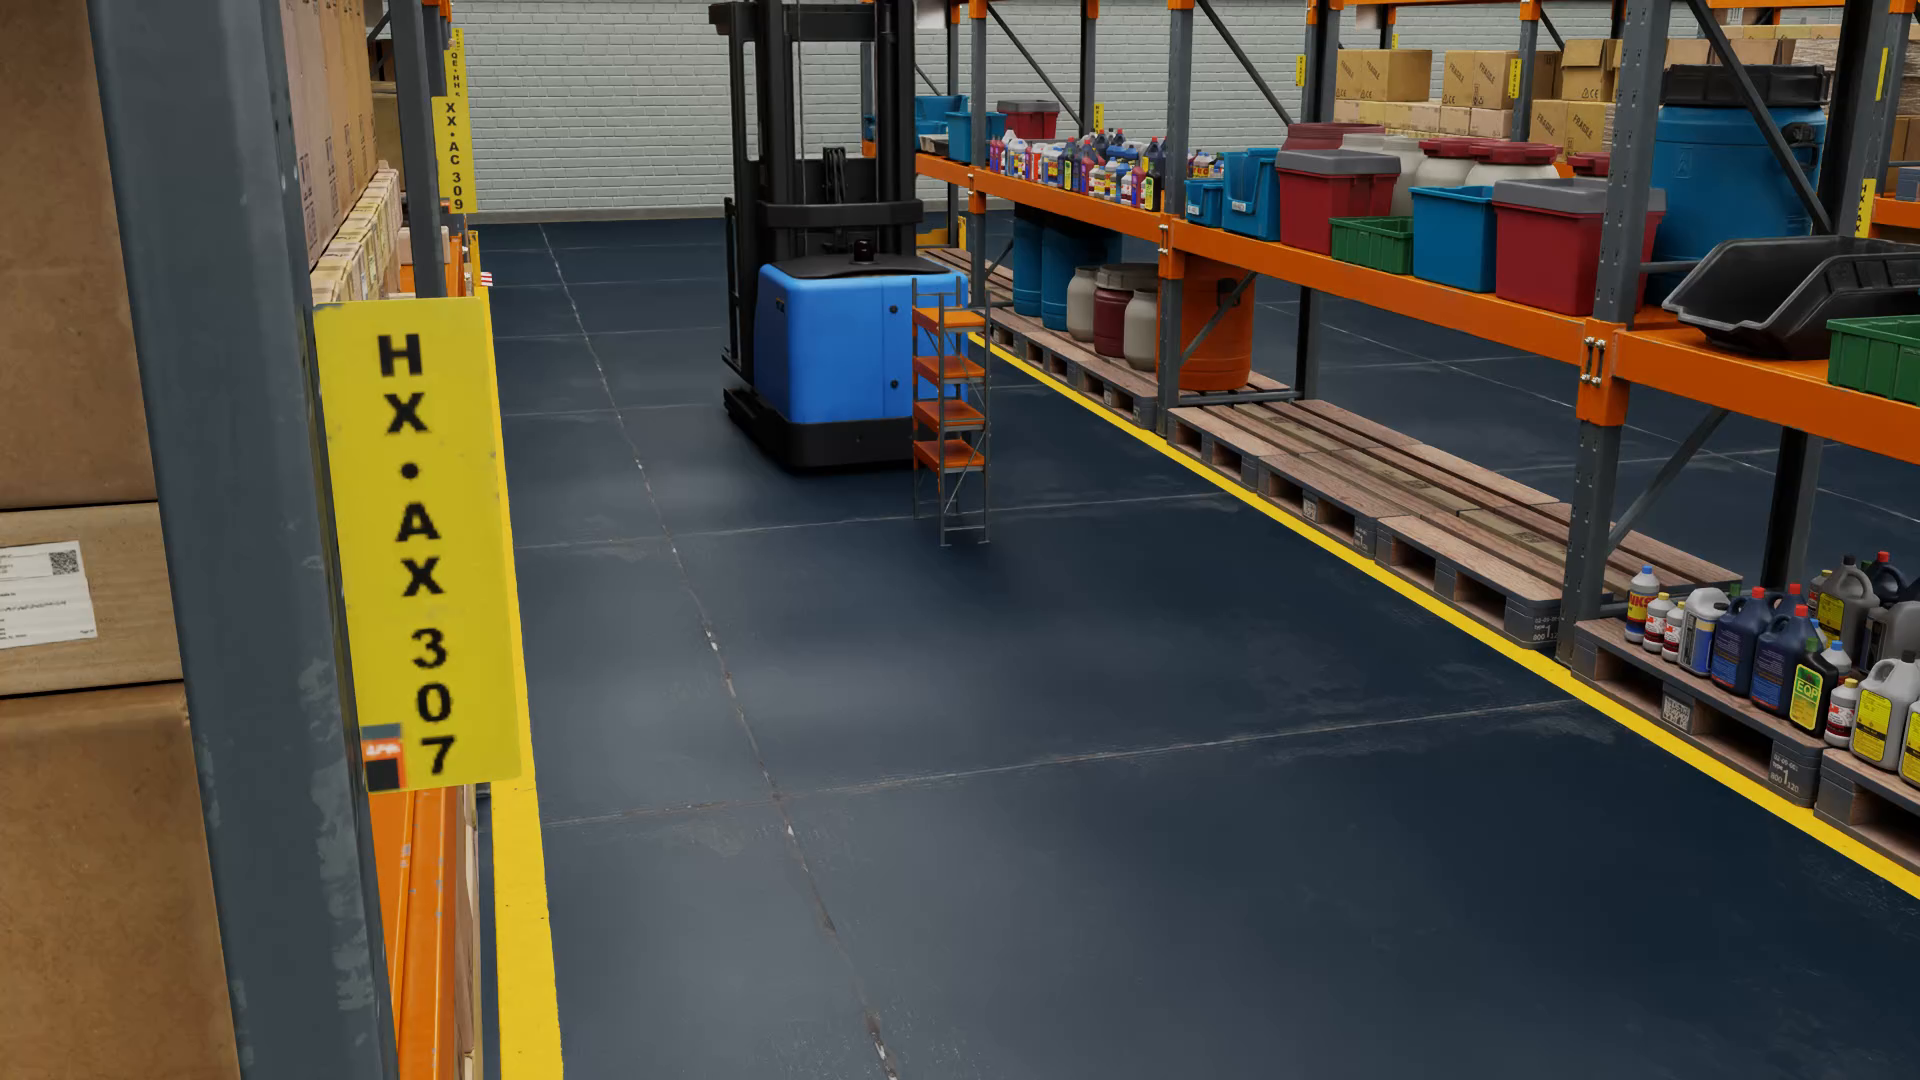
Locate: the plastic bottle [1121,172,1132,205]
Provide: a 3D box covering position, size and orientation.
[{"bbox_3d":[1.060,-2.207,10.432,0.097,0.201,0.097,0,17,0],"label":"plastic bottle"}]

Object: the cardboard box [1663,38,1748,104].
[{"bbox_3d":[5.895,-3.589,12.769,0.797,0.503,0.637,-4,17,-13],"label":"cardboard box"}]

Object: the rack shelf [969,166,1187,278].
[{"bbox_3d":[1.136,-2.309,11.675,1.077,0.370,4.000,-5,17,-15],"label":"rack shelf"}]

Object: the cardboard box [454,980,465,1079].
[{"bbox_3d":[-1.102,0.818,2.759,0.500,0.500,0.500,-5,17,-15],"label":"cardboard box"}]

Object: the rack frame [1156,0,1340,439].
[{"bbox_3d":[1.685,-2.100,9.730,1.000,3.000,0.127,-5,17,-15],"label":"rack frame"}]

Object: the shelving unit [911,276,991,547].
[{"bbox_3d":[-0.045,-0.620,7.932,0.258,1.200,0.503,-5,17,-15],"label":"shelving unit"}]

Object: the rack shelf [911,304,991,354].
[{"bbox_3d":[-0.045,-0.997,7.819,0.258,0.148,0.480,-5,17,-15],"label":"rack shelf"}]

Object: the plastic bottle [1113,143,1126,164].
[{"bbox_3d":[1.166,-2.769,12.179,0.097,0.271,0.097,0,17,0],"label":"plastic bottle"}]

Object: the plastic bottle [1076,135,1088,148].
[{"bbox_3d":[1.005,-3.064,13.153,0.152,0.276,0.135,-5,17,-15],"label":"plastic bottle"}]

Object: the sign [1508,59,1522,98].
[{"bbox_3d":[4.815,-4.006,14.433,0.100,0.325,0.005,-5,17,-15],"label":"sign"}]

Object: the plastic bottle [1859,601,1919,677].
[{"bbox_3d":[3.156,0.327,5.619,0.152,0.276,0.135,-5,17,-15],"label":"plastic bottle"}]

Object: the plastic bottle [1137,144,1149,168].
[{"bbox_3d":[1.345,-2.722,12.015,0.152,0.276,0.135,-5,17,-15],"label":"plastic bottle"}]

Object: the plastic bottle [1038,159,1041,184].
[{"bbox_3d":[0.607,-2.663,11.949,0.097,0.201,0.097,0,17,0],"label":"plastic bottle"}]

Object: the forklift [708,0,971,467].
[{"bbox_3d":[-0.875,-2.182,10.121,1.130,2.935,3.031,-5,18,-17],"label":"forklift"}]

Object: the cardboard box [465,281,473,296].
[{"bbox_3d":[-3.501,-1.440,11.111,0.500,0.500,0.500,-4,17,-15],"label":"cardboard box"}]

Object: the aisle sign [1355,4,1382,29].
[{"bbox_3d":[4.518,-5.993,18.171,0.394,0.787,0.004,-5,17,-15],"label":"aisle sign"}]

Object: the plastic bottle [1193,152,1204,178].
[{"bbox_3d":[1.618,-2.474,11.197,0.097,0.271,0.097,0,17,0],"label":"plastic bottle"}]

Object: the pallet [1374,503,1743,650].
[{"bbox_3d":[2.531,0.128,7.160,1.003,0.211,1.213,-5,17,-15],"label":"pallet"}]

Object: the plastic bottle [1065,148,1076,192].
[{"bbox_3d":[0.762,-2.527,11.352,0.061,0.283,0.133,-5,17,-15],"label":"plastic bottle"}]

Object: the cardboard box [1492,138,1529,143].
[{"bbox_3d":[4.950,-3.536,14.947,0.380,0.149,0.250,-5,17,-15],"label":"cardboard box"}]

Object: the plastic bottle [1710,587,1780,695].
[{"bbox_3d":[2.607,0.320,5.512,0.144,0.351,0.185,-4,17,-14],"label":"plastic bottle"}]

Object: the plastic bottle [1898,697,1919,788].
[{"bbox_3d":[2.827,0.542,4.775,0.144,0.351,0.185,-4,17,-13],"label":"plastic bottle"}]

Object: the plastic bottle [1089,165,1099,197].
[{"bbox_3d":[0.899,-2.369,10.970,0.097,0.201,0.097,0,17,0],"label":"plastic bottle"}]

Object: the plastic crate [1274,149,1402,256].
[{"bbox_3d":[1.835,-1.660,8.152,0.402,0.464,0.583,-5,17,-15],"label":"plastic crate"}]

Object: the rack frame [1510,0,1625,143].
[{"bbox_3d":[5.348,-3.598,14.717,1.000,3.000,0.127,-5,17,-15],"label":"rack frame"}]

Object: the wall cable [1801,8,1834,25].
[{"bbox_3d":[13.566,-7.648,26.433,0.588,1.984,0.122,-5,17,-15],"label":"wall cable"}]

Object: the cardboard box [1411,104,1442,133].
[{"bbox_3d":[4.690,-4.054,15.979,0.500,0.250,0.500,-4,17,-14],"label":"cardboard box"}]

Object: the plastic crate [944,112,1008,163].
[{"bbox_3d":[0.130,-3.330,13.747,0.392,0.384,0.575,-5,17,-15],"label":"plastic crate"}]

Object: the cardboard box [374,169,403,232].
[{"bbox_3d":[-1.698,-0.903,4.444,0.380,0.149,0.250,-5,17,-15],"label":"cardboard box"}]

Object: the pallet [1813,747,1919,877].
[{"bbox_3d":[3.268,0.869,4.693,1.003,0.211,1.213,-5,17,-15],"label":"pallet"}]

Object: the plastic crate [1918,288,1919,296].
[{"bbox_3d":[3.350,-0.638,5.120,0.499,0.251,0.616,-5,17,-15],"label":"plastic crate"}]

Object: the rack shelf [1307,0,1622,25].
[{"bbox_3d":[4.799,-5.243,16.230,1.077,0.370,4.000,-5,17,-15],"label":"rack shelf"}]

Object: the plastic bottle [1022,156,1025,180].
[{"bbox_3d":[0.506,-2.764,12.285,0.097,0.201,0.097,0,17,0],"label":"plastic bottle"}]

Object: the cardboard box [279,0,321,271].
[{"bbox_3d":[-1.299,-0.595,2.290,0.700,0.500,0.500,-5,17,-15],"label":"cardboard box"}]

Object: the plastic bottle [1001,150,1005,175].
[{"bbox_3d":[0.362,-2.909,12.767,0.097,0.201,0.097,0,17,0],"label":"plastic bottle"}]

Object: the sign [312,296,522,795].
[{"bbox_3d":[-0.345,0.008,1.067,0.100,0.325,0.005,-5,17,-15],"label":"sign"}]

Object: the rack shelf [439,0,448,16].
[{"bbox_3d":[-3.628,-3.355,9.943,1.077,0.370,4.000,-5,17,-15],"label":"rack shelf"}]

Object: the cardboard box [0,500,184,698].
[{"bbox_3d":[-0.781,0.019,1.373,0.380,0.149,0.250,-5,17,-16],"label":"cardboard box"}]

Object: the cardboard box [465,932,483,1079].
[{"bbox_3d":[-1.224,1.038,3.332,0.500,0.250,0.500,-5,17,-15],"label":"cardboard box"}]

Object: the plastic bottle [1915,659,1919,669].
[{"bbox_3d":[2.912,0.507,5.019,0.152,0.276,0.135,-5,17,-15],"label":"plastic bottle"}]

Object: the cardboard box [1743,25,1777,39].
[{"bbox_3d":[9.059,-5.454,18.465,0.500,0.500,0.500,-4,17,-14],"label":"cardboard box"}]

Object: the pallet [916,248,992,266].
[{"bbox_3d":[-0.324,-2.746,16.728,1.003,0.211,1.213,-5,17,-15],"label":"pallet"}]

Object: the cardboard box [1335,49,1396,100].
[{"bbox_3d":[4.259,-4.842,17.298,0.500,0.500,0.500,-5,17,-17],"label":"cardboard box"}]

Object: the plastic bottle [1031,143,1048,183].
[{"bbox_3d":[0.601,-2.733,12.052,0.152,0.276,0.135,-5,17,-15],"label":"plastic bottle"}]

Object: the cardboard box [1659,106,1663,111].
[{"bbox_3d":[5.657,-3.079,12.815,0.500,0.500,0.500,-4,17,-14],"label":"cardboard box"}]

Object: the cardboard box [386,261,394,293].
[{"bbox_3d":[-2.319,-1.011,5.928,0.500,0.500,0.500,-3,17,-11],"label":"cardboard box"}]

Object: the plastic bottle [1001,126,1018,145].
[{"bbox_3d":[0.382,-3.049,12.974,0.144,0.351,0.185,-5,17,-15],"label":"plastic bottle"}]

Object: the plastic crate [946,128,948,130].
[{"bbox_3d":[-0.049,-3.923,16.152,0.396,0.136,0.243,-5,17,-15],"label":"plastic crate"}]

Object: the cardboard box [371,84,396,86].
[{"bbox_3d":[-4.013,-2.731,10.926,0.700,0.500,0.500,-2,17,-6],"label":"cardboard box"}]

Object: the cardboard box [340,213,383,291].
[{"bbox_3d":[-1.351,-0.552,3.275,0.380,0.149,0.250,-4,17,-14],"label":"cardboard box"}]

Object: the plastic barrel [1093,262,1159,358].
[{"bbox_3d":[1.224,-1.593,11.502,0.600,0.588,0.708,-5,17,-15],"label":"plastic barrel"}]

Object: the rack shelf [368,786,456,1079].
[{"bbox_3d":[-1.429,0.295,3.008,1.077,0.370,4.000,-5,17,-15],"label":"rack shelf"}]

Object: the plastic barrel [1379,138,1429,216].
[{"bbox_3d":[2.289,-1.770,8.435,0.421,0.512,0.421,0,17,0],"label":"plastic barrel"}]

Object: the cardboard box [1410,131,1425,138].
[{"bbox_3d":[4.596,-3.892,16.131,0.380,0.149,0.250,-5,17,-16],"label":"cardboard box"}]
